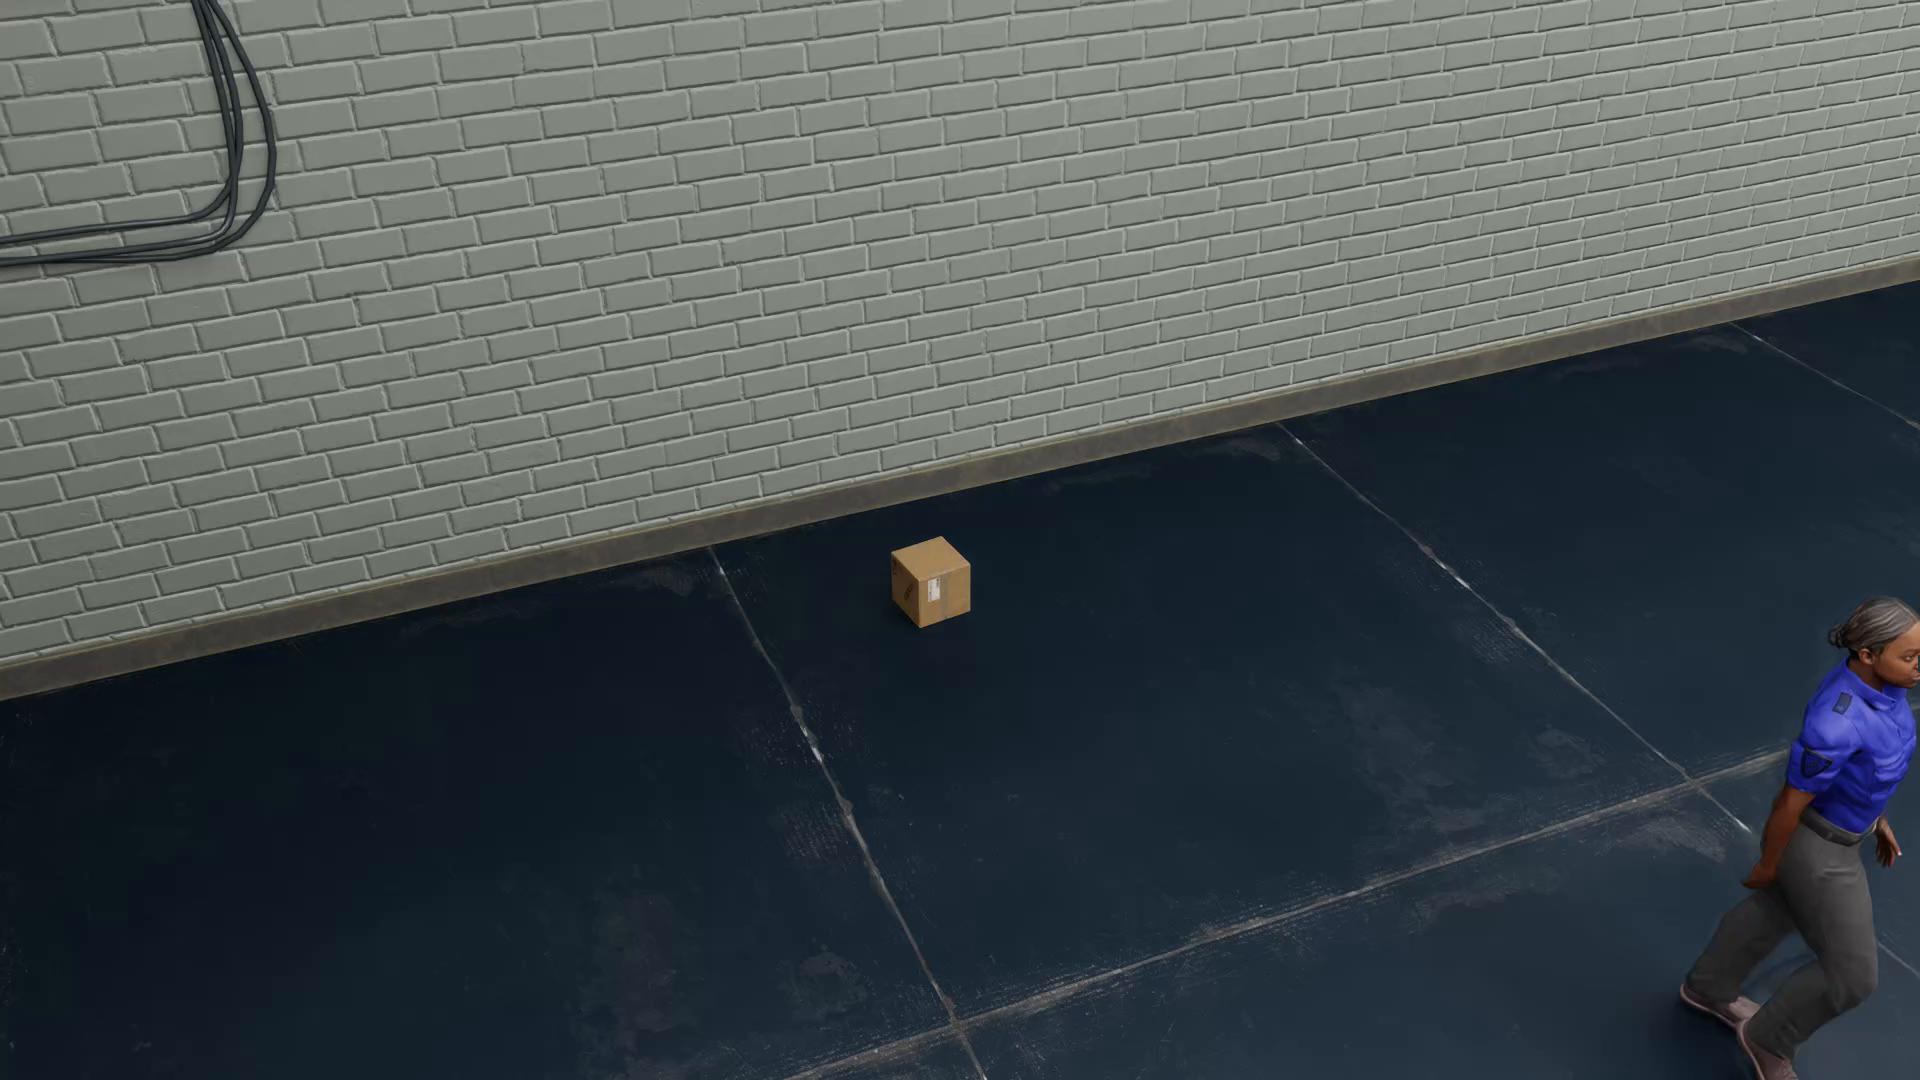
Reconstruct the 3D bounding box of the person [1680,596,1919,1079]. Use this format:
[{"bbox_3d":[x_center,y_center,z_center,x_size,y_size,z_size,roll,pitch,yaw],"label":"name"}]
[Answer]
[{"bbox_3d":[2.512,0.899,4.814,0.487,1.709,0.441,22,40,30],"label":"person"}]
